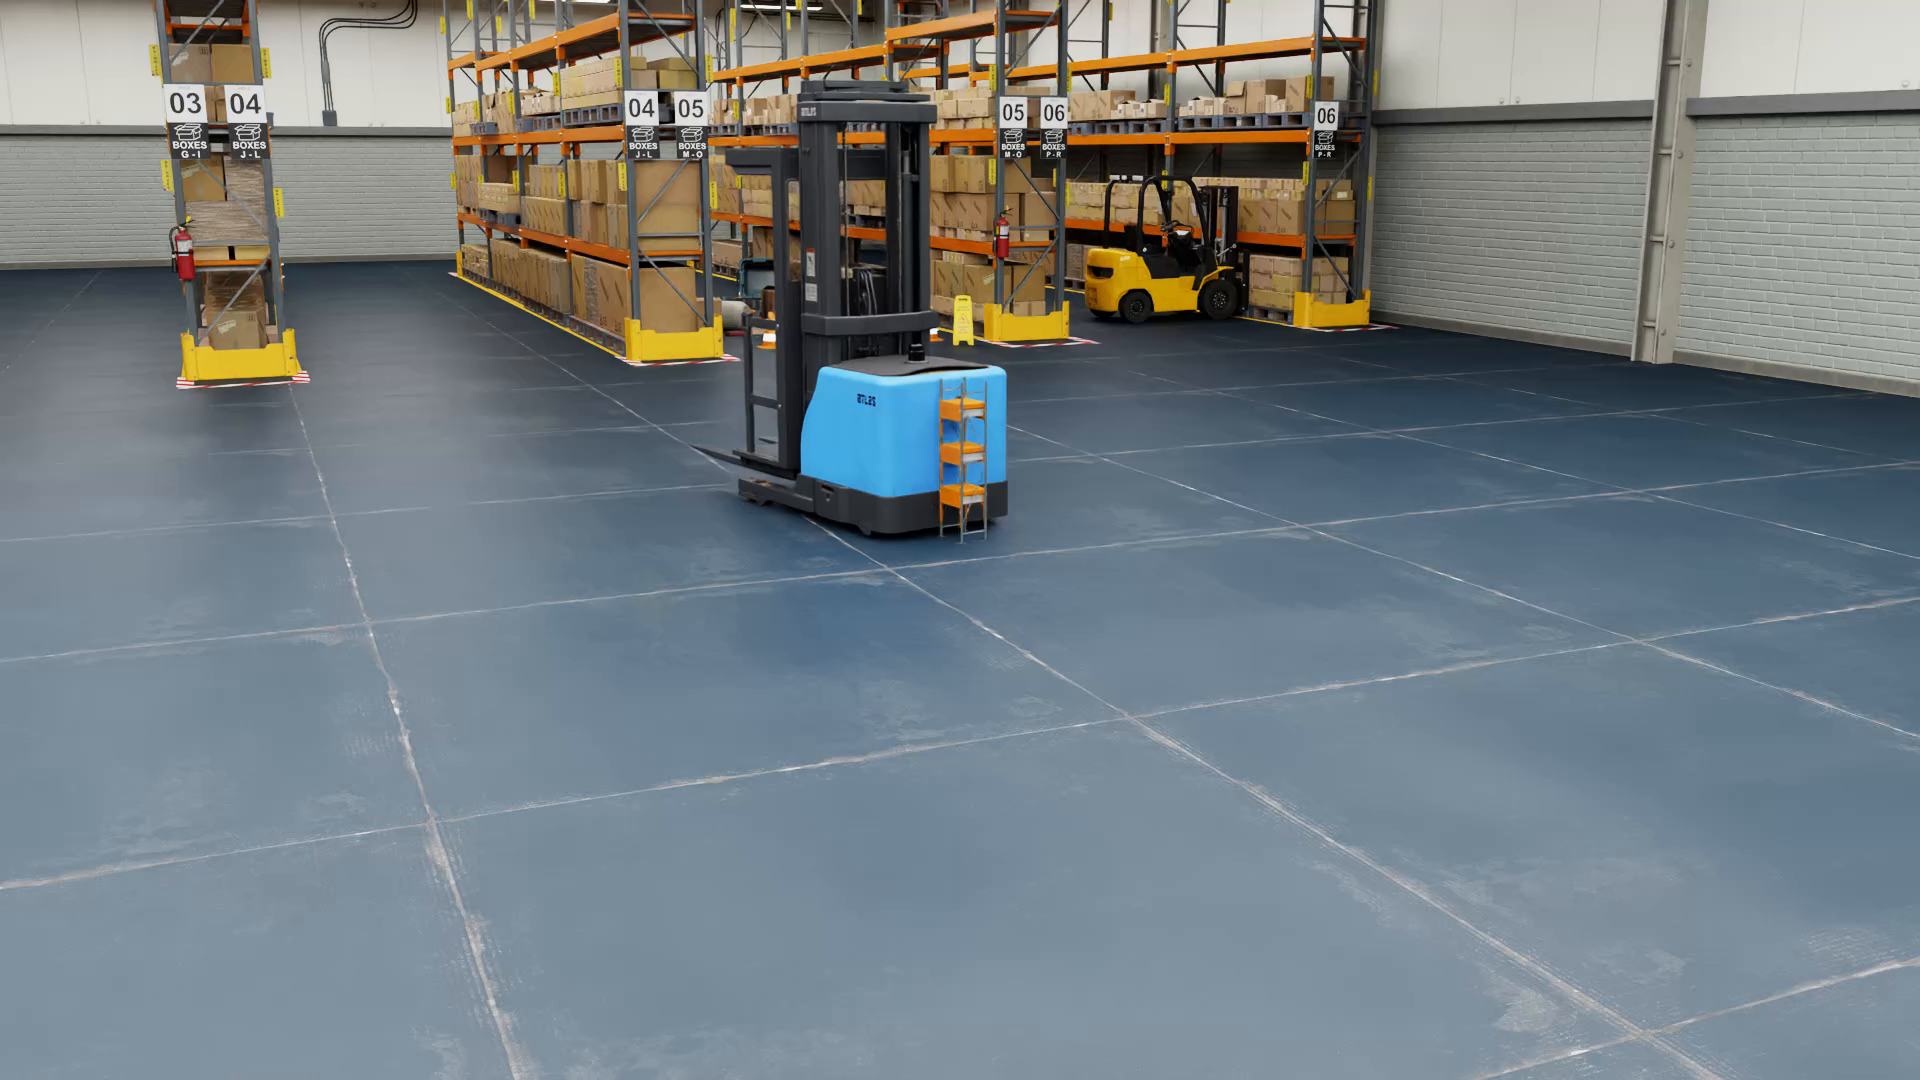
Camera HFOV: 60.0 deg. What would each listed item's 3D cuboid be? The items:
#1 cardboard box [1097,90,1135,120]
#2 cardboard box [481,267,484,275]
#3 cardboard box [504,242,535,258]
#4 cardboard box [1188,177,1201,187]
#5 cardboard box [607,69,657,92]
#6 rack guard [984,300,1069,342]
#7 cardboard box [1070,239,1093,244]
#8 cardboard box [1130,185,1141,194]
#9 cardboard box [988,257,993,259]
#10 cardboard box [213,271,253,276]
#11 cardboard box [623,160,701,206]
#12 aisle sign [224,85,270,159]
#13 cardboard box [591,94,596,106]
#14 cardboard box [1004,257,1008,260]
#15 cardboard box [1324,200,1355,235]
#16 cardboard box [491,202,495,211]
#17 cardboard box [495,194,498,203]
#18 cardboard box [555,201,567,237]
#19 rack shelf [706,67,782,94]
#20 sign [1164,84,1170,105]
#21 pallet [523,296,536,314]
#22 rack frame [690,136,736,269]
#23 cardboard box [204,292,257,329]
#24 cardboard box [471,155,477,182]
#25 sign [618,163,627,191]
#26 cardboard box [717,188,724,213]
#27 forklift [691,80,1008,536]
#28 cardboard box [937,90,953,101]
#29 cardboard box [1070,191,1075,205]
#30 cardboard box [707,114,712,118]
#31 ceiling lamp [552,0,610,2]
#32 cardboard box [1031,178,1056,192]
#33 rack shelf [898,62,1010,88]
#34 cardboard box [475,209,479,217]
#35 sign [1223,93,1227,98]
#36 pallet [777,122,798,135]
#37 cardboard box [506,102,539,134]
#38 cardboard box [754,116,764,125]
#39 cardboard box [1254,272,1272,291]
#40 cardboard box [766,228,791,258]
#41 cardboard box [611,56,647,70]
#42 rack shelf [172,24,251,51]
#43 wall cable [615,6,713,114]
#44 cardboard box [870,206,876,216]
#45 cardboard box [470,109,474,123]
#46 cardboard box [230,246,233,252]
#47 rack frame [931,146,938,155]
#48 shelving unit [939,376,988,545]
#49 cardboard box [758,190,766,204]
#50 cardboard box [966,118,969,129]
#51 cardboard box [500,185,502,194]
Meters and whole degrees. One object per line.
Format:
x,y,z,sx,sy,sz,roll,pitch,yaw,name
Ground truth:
2.760,-7.688,29.407,0.500,0.500,0.500,-5,14,-22,cardboard box
-9.020,-5.192,32.040,0.380,0.149,0.250,-6,14,-25,cardboard box
-7.671,-5.069,29.068,0.500,0.250,0.500,-5,14,-22,cardboard box
3.948,-5.853,27.185,0.380,0.149,0.250,-5,14,-22,cardboard box
-4.003,-5.599,20.276,0.500,0.250,0.500,-5,14,-22,cardboard box
0.913,-3.002,22.733,1.175,0.500,0.348,-6,14,-23,rack guard
2.362,-5.745,32.214,0.380,0.149,0.250,-5,14,-20,cardboard box
3.151,-6.045,28.674,0.380,0.149,0.250,-6,14,-25,cardboard box
0.235,-3.953,24.801,0.500,0.500,0.500,-5,14,-20,cardboard box
-10.823,-4.080,24.749,0.500,0.250,0.500,-4,14,-17,cardboard box
-3.664,-4.416,20.569,0.875,0.550,0.550,-6,14,-23,cardboard box
-7.837,-4.590,18.285,0.394,0.787,0.004,-6,14,-23,aisle sign
-4.503,-5.629,21.292,0.380,0.149,0.250,-6,14,-23,cardboard box
1.089,-5.787,33.832,0.500,0.500,0.500,-6,14,-25,cardboard box
5.546,-4.830,24.863,0.500,0.500,0.500,-5,14,-21,cardboard box
-7.996,-5.853,29.134,0.380,0.149,0.250,-6,14,-26,cardboard box
-7.785,-5.890,28.632,0.380,0.149,0.250,-6,14,-23,cardboard box
-5.608,-4.695,24.283,0.500,0.500,0.500,-6,14,-23,cardboard box
-4.664,-9.474,34.331,1.077,0.370,4.000,-6,14,-23,rack shelf
3.395,-7.296,27.242,0.100,0.325,0.005,-6,14,-23,sign
-6.509,-3.861,27.084,1.003,0.211,1.213,-6,14,-23,pallet
-5.465,-7.510,36.666,1.000,3.000,0.127,-6,14,-23,rack frame
-9.379,-2.919,21.440,0.500,0.500,0.500,-1,13,-5,cardboard box
-9.006,-7.075,31.690,0.500,0.500,0.500,-6,14,-25,cardboard box
-4.054,-4.370,20.005,0.100,0.325,0.005,-6,14,-23,sign
-4.709,-7.013,34.299,0.500,0.500,0.500,-6,14,-24,cardboard box
-0.956,-1.733,11.856,1.130,2.935,3.031,-10,16,-36,forklift
-0.107,-6.289,23.526,0.380,0.149,0.250,-5,14,-22,cardboard box
2.217,-6.361,30.925,0.500,0.250,0.500,-6,14,-23,cardboard box
-5.203,-9.067,35.920,0.500,0.250,0.500,-7,15,-28,cardboard box
-8.762,-13.612,36.782,2.000,3.185,0.800,-6,14,-23,ceiling lamp
1.462,-6.882,32.791,0.797,0.503,0.637,-6,14,-24,cardboard box
-0.118,-10.117,36.227,1.077,0.370,4.000,-6,14,-23,rack shelf
-9.159,-6.344,32.185,0.380,0.149,0.250,-6,14,-25,cardboard box
4.396,-7.282,27.707,0.100,0.325,0.005,-6,14,-23,sign
-2.567,-7.355,29.762,1.213,0.211,1.003,-5,14,-20,pallet
-7.217,-6.994,27.564,0.500,0.500,0.500,-6,14,-23,cardboard box
-3.677,-7.943,31.470,0.380,0.166,0.250,-7,15,-27,cardboard box
4.818,-3.939,25.295,0.500,0.250,0.500,-6,14,-24,cardboard box
-3.172,-5.546,31.962,0.875,0.875,0.875,-5,14,-21,cardboard box
-3.997,-5.756,20.072,0.380,0.149,0.250,-5,14,-22,cardboard box
-10.540,-6.926,23.322,1.077,0.370,4.000,-6,14,-23,rack shelf
-7.312,-11.650,41.249,2.355,3.000,0.029,-6,14,-23,wall cable
-1.207,-5.251,26.529,0.380,0.149,0.250,-6,14,-25,cardboard box
-8.974,-8.029,31.478,0.500,0.250,0.500,-6,14,-25,cardboard box
-8.766,-3.626,20.440,0.380,0.149,0.250,-6,14,-23,cardboard box
-0.919,-7.959,38.607,1.000,3.000,0.127,-6,14,-23,rack frame
0.021,-0.516,10.769,0.215,1.050,0.252,-9,16,-33,shelving unit
-3.533,-6.526,31.638,0.500,0.250,0.500,-5,14,-22,cardboard box
0.299,-5.757,22.995,0.380,0.149,0.250,-6,14,-23,cardboard box
-7.576,-5.927,28.134,0.380,0.149,0.250,-5,14,-21,cardboard box
